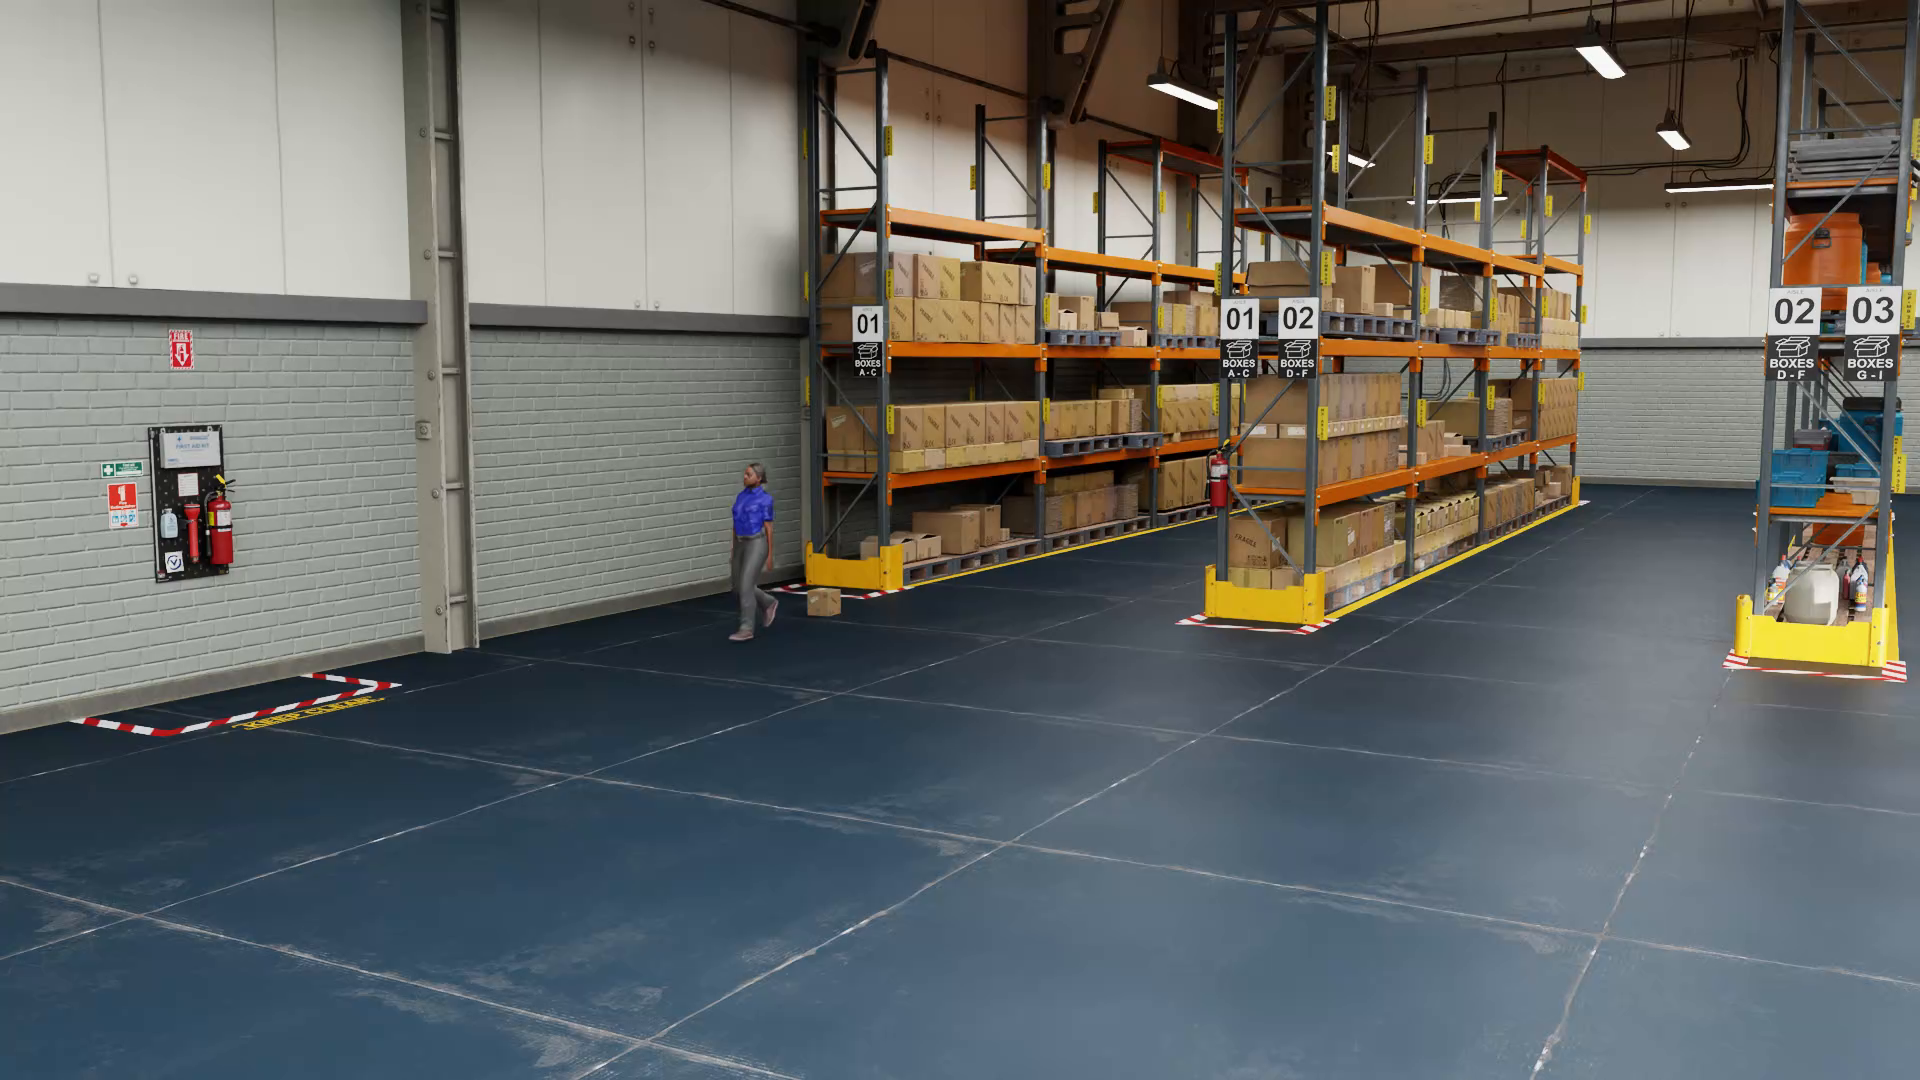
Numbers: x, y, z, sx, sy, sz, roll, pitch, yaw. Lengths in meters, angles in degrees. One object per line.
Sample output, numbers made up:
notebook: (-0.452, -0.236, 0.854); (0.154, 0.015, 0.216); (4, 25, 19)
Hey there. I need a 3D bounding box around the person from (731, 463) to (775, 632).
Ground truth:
person: (-1.894, 0.058, 15.461); (0.461, 1.559, 0.594); (5, 8, 41)
